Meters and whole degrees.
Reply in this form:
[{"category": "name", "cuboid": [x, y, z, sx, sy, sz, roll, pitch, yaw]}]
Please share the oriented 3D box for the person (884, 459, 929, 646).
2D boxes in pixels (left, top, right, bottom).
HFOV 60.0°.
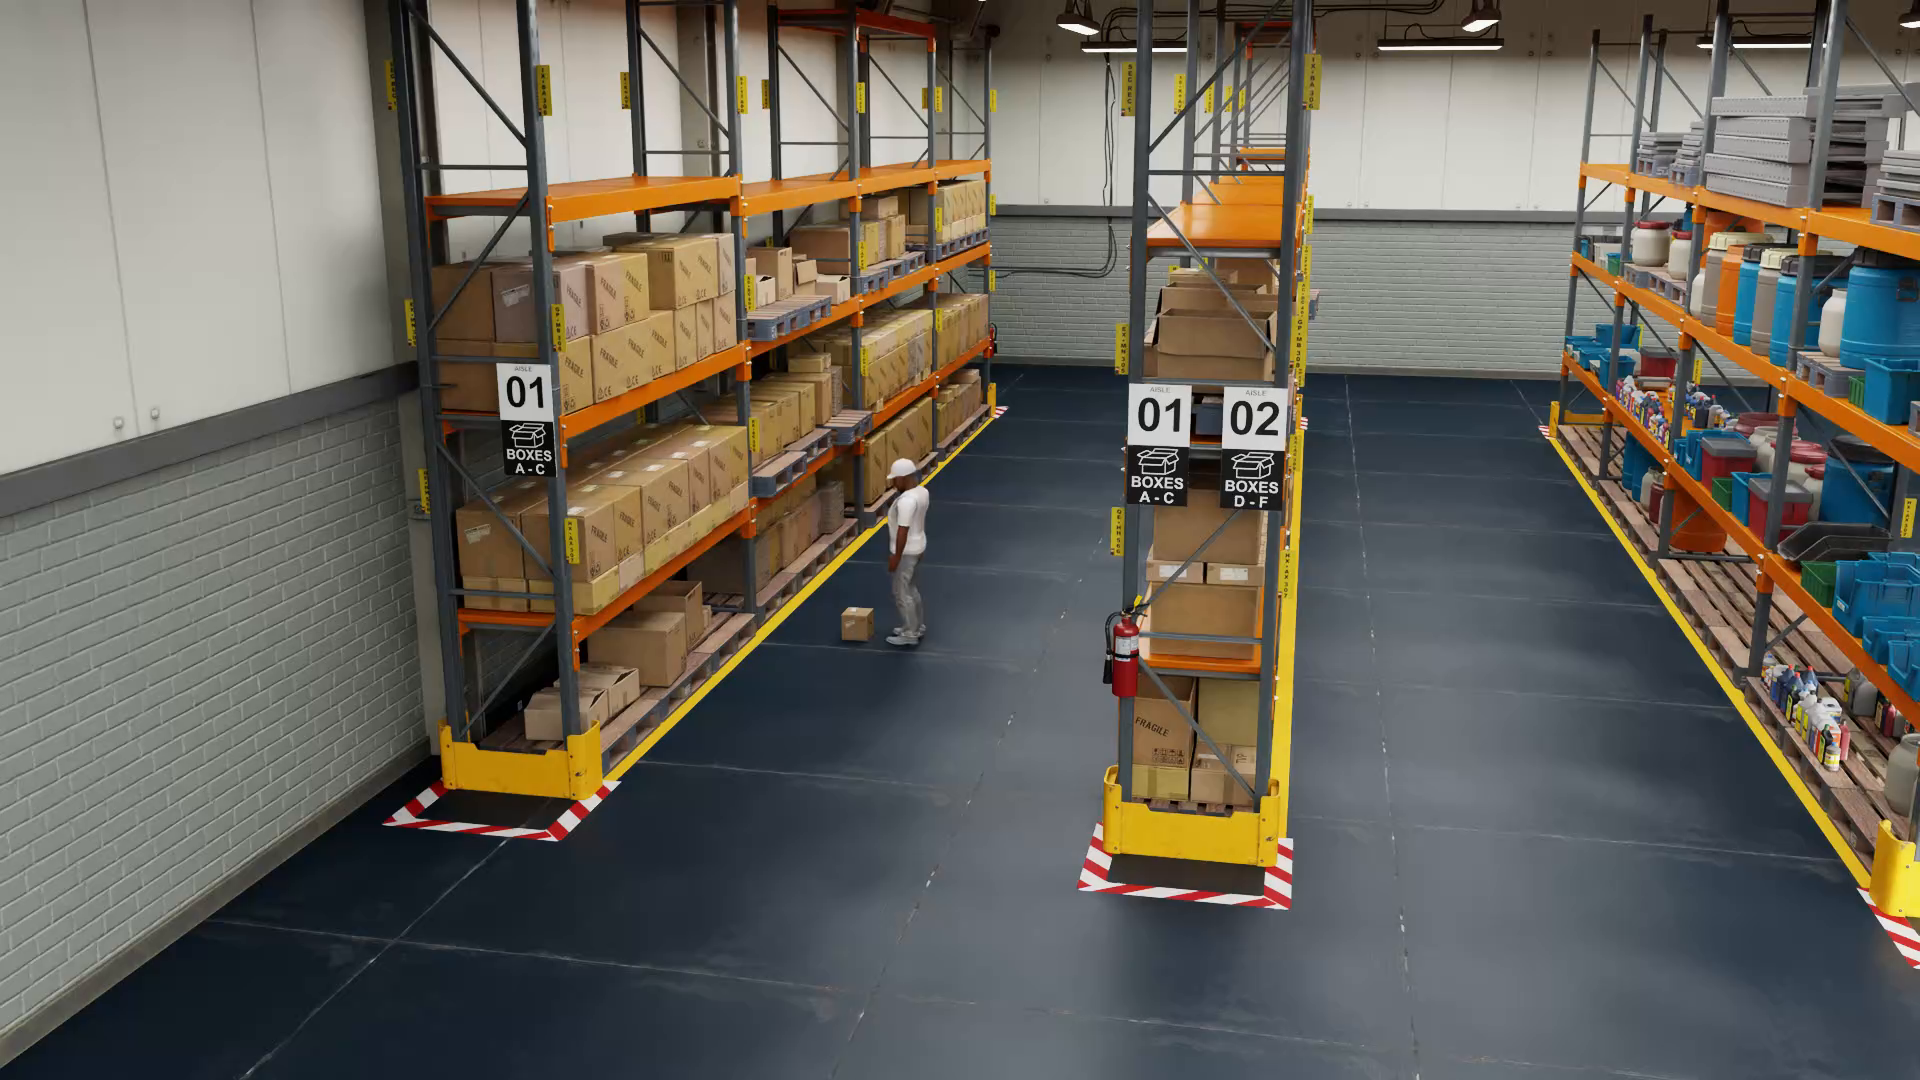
[{"category": "person", "cuboid": [-0.499, 0.103, 15.579, 0.368, 1.759, 0.568, 3, 15, 12]}]
